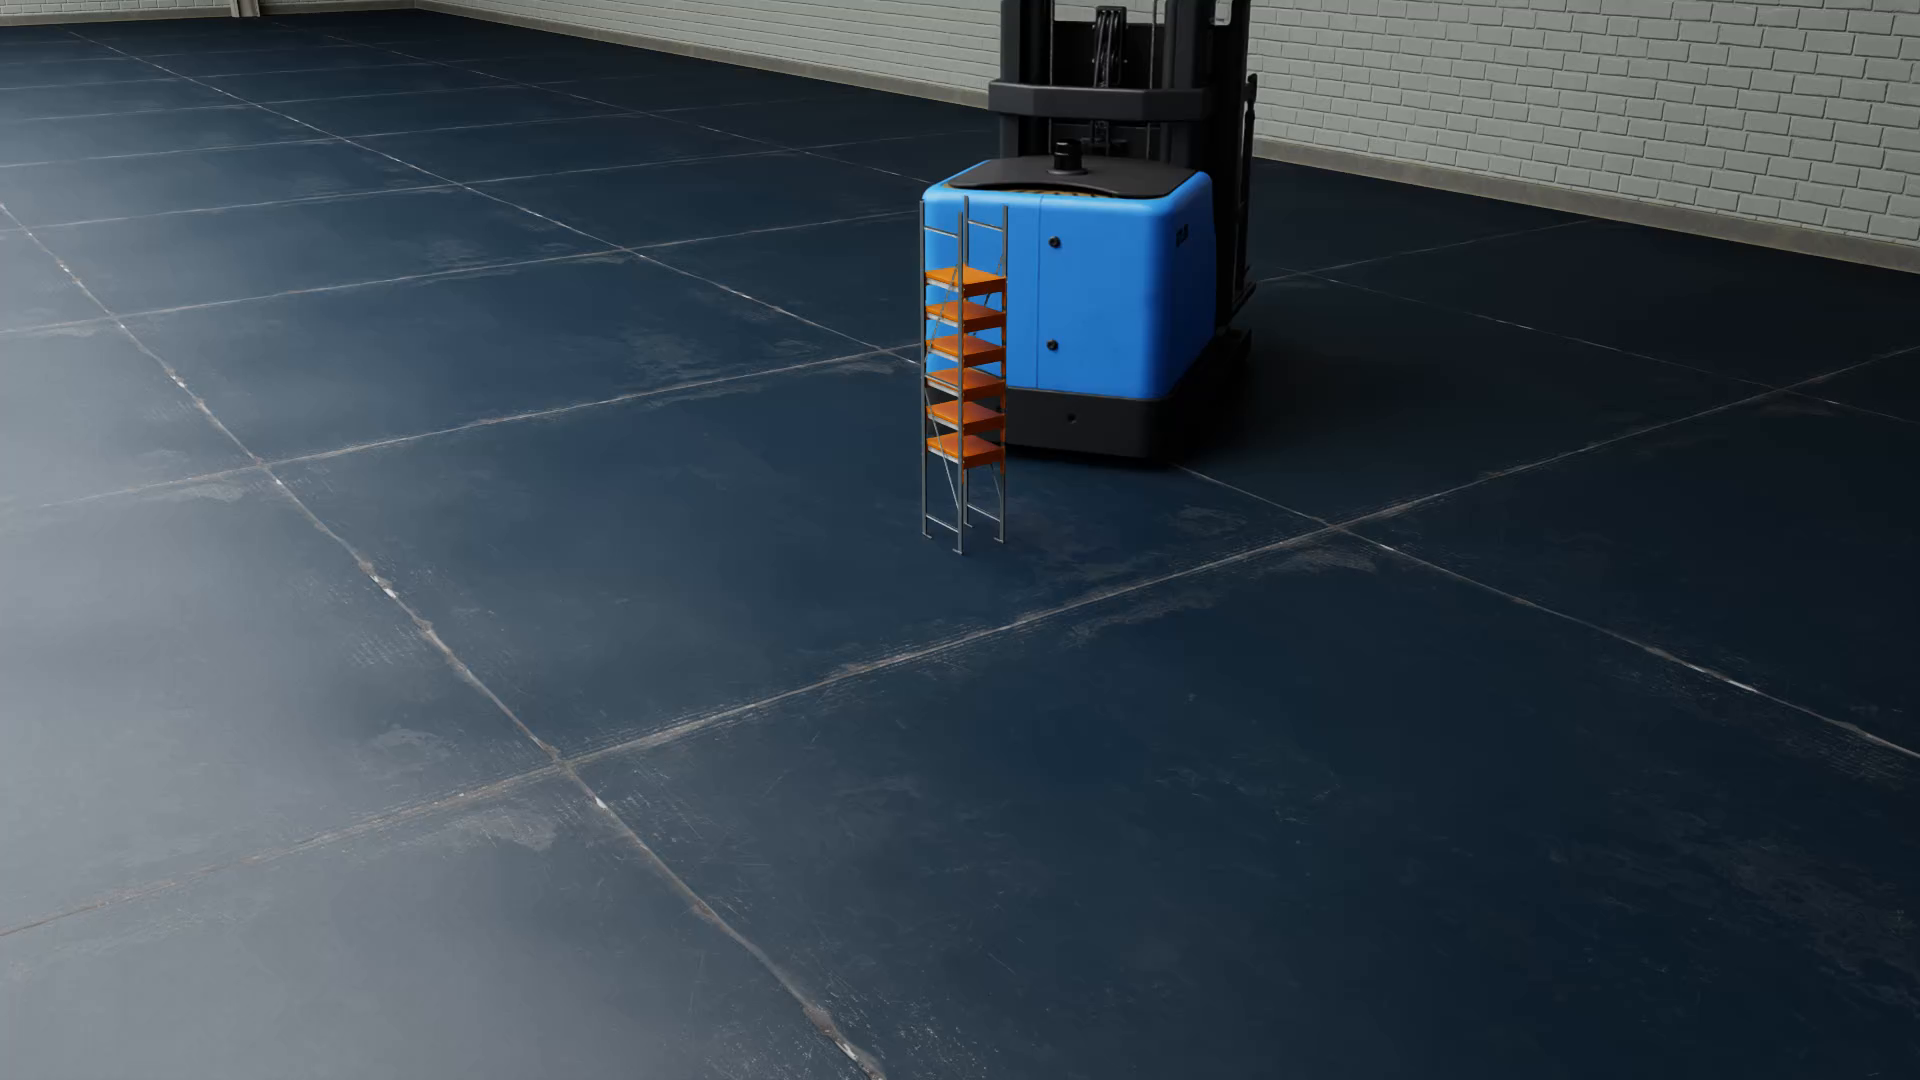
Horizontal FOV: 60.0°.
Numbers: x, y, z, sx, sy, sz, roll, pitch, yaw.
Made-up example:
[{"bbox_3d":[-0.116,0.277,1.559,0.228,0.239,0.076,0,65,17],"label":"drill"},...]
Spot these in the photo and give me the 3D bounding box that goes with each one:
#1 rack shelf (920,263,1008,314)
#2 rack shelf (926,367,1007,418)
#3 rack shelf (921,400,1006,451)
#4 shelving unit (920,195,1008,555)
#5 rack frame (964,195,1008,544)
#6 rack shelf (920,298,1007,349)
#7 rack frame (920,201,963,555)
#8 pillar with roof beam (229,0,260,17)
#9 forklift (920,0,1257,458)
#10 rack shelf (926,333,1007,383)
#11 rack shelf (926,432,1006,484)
[{"bbox_3d":[0.012,-0.853,5.627,0.180,0.103,0.258,-15,26,-33],"label":"rack shelf"},{"bbox_3d":[0.012,-0.519,5.760,0.180,0.103,0.258,-15,26,-33],"label":"rack shelf"},{"bbox_3d":[0.012,-0.408,5.805,0.180,0.103,0.258,-15,26,-33],"label":"rack shelf"},{"bbox_3d":[0.012,-0.560,5.744,0.189,1.200,0.258,-15,26,-33],"label":"shelving unit"},{"bbox_3d":[0.086,-0.580,5.794,0.006,1.200,0.240,-15,26,-33],"label":"rack frame"},{"bbox_3d":[0.012,-0.742,5.671,0.180,0.103,0.258,-15,26,-33],"label":"rack shelf"},{"bbox_3d":[-0.063,-0.541,5.694,0.006,1.200,0.240,-15,26,-33],"label":"rack frame"},{"bbox_3d":[-9.637,-11.800,23.389,0.400,9.000,9.100,-15,26,-33],"label":"pillar with roof beam"},{"bbox_3d":[0.792,-2.200,7.517,1.130,2.935,3.031,7,23,17],"label":"forklift"},{"bbox_3d":[0.012,-0.631,5.716,0.180,0.103,0.258,-15,26,-33],"label":"rack shelf"},{"bbox_3d":[0.012,-0.296,5.849,0.180,0.103,0.258,-15,26,-33],"label":"rack shelf"}]
